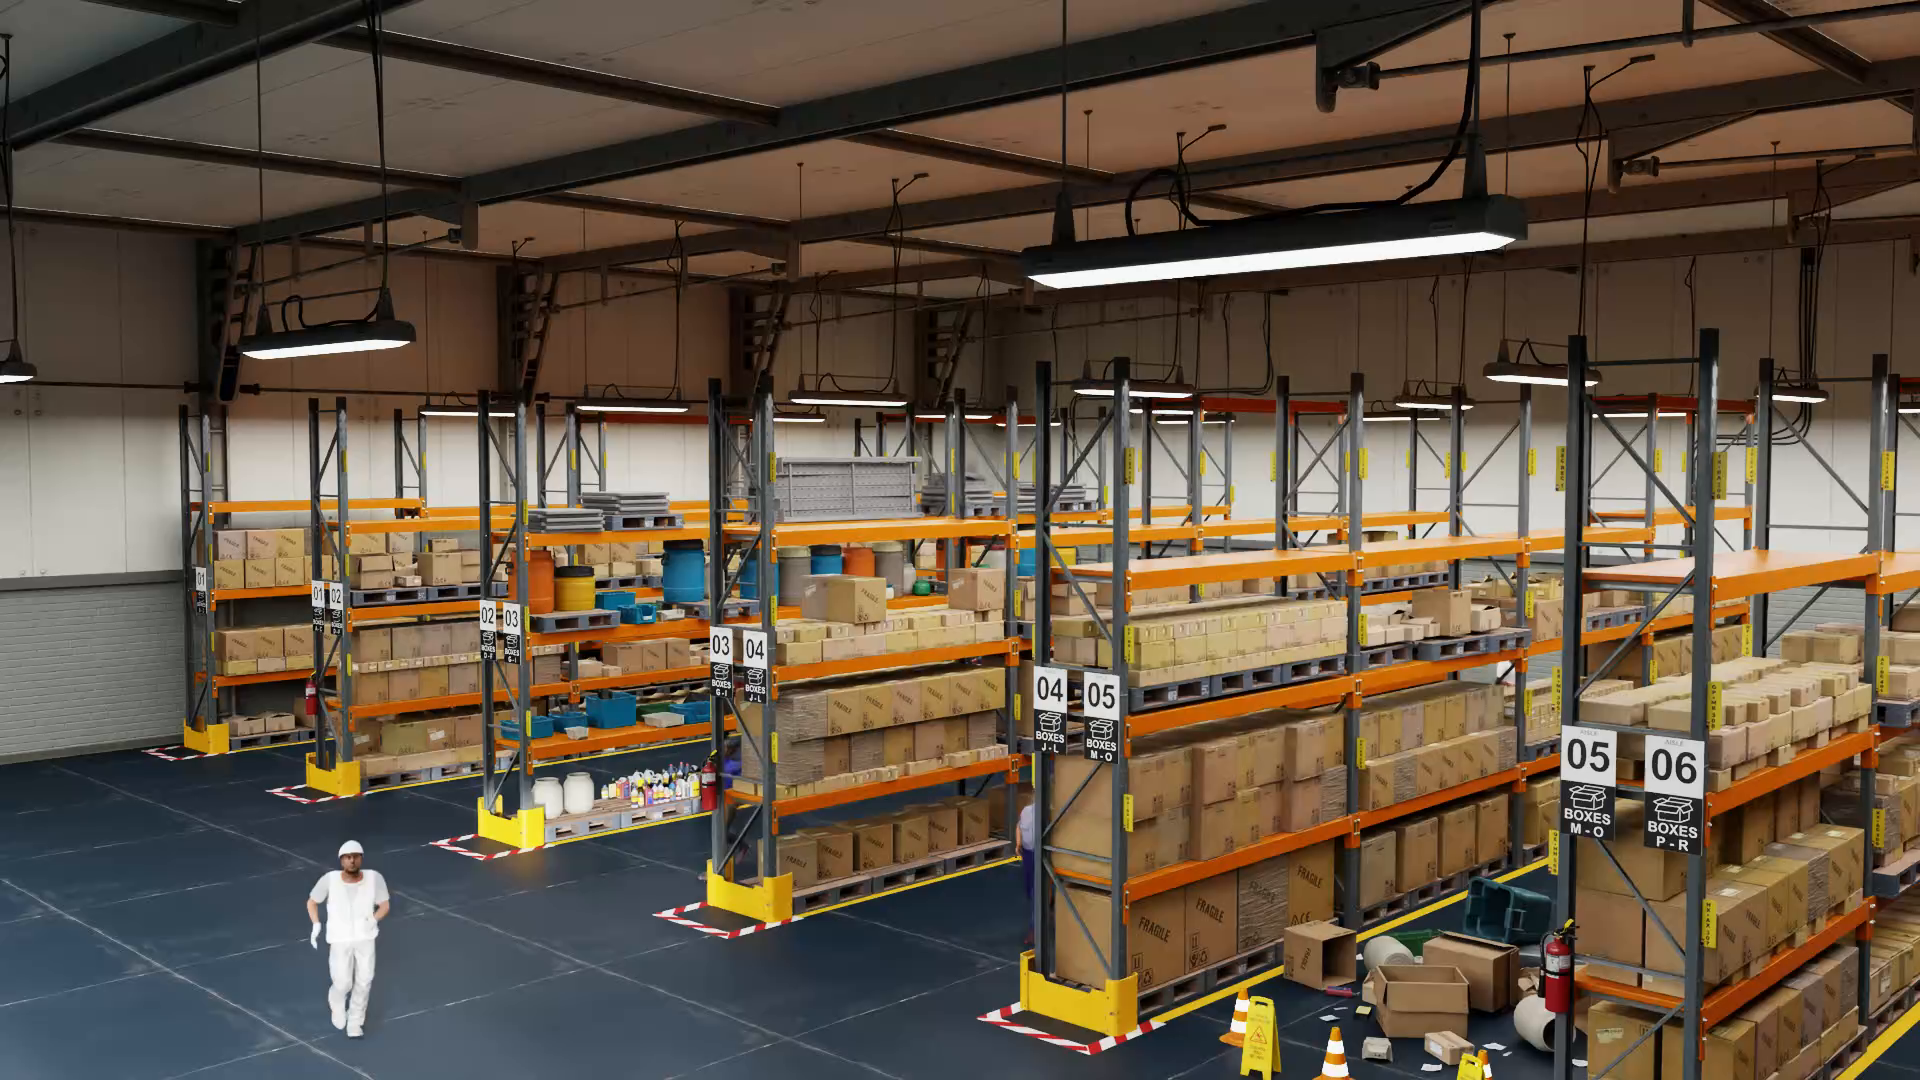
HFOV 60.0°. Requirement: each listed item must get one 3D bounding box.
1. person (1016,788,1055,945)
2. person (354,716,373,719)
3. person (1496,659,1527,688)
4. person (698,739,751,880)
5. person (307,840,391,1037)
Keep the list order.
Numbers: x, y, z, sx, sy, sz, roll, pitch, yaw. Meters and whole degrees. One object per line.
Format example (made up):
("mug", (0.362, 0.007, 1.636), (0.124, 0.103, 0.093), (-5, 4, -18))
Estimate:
("person", (0.869, 3.420, 17.790), (0.616, 1.640, 0.831), (2, 4, 32))
("person", (-9.922, 2.933, 27.564), (0.519, 1.566, 0.543), (-3, 4, -44))
("person", (9.991, 2.730, 29.980), (0.685, 1.723, 0.609), (-1, 3, -14))
("person", (-2.862, 3.248, 20.303), (0.577, 1.640, 0.940), (3, 4, 41))
("person", (-5.337, 3.516, 14.590), (0.676, 1.736, 0.597), (-1, 3, -26))
